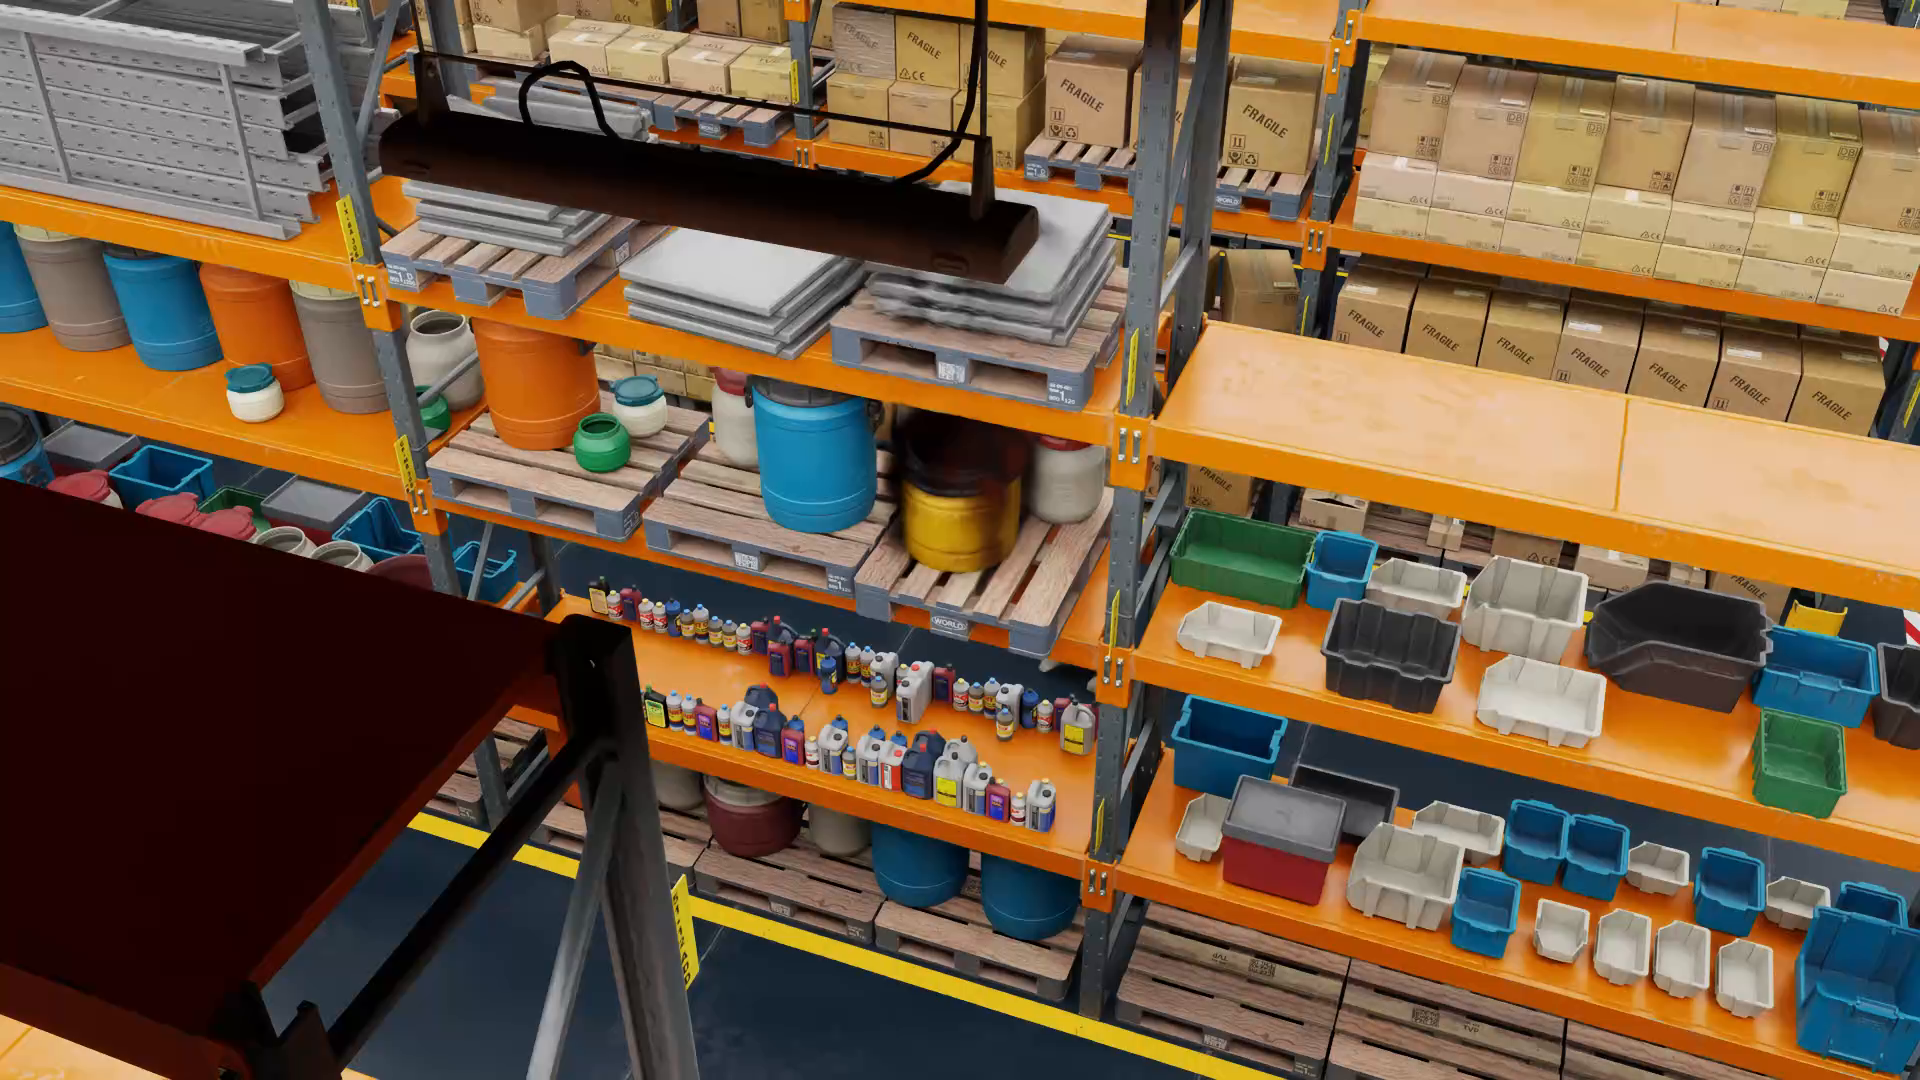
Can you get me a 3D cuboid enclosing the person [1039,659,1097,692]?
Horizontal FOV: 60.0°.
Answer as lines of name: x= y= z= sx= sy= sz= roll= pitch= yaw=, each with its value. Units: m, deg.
person: x=0.713 y=0.293 z=11.622 sx=0.827 sy=1.739 sz=0.656 roll=-12 pitch=38 yaw=-15
